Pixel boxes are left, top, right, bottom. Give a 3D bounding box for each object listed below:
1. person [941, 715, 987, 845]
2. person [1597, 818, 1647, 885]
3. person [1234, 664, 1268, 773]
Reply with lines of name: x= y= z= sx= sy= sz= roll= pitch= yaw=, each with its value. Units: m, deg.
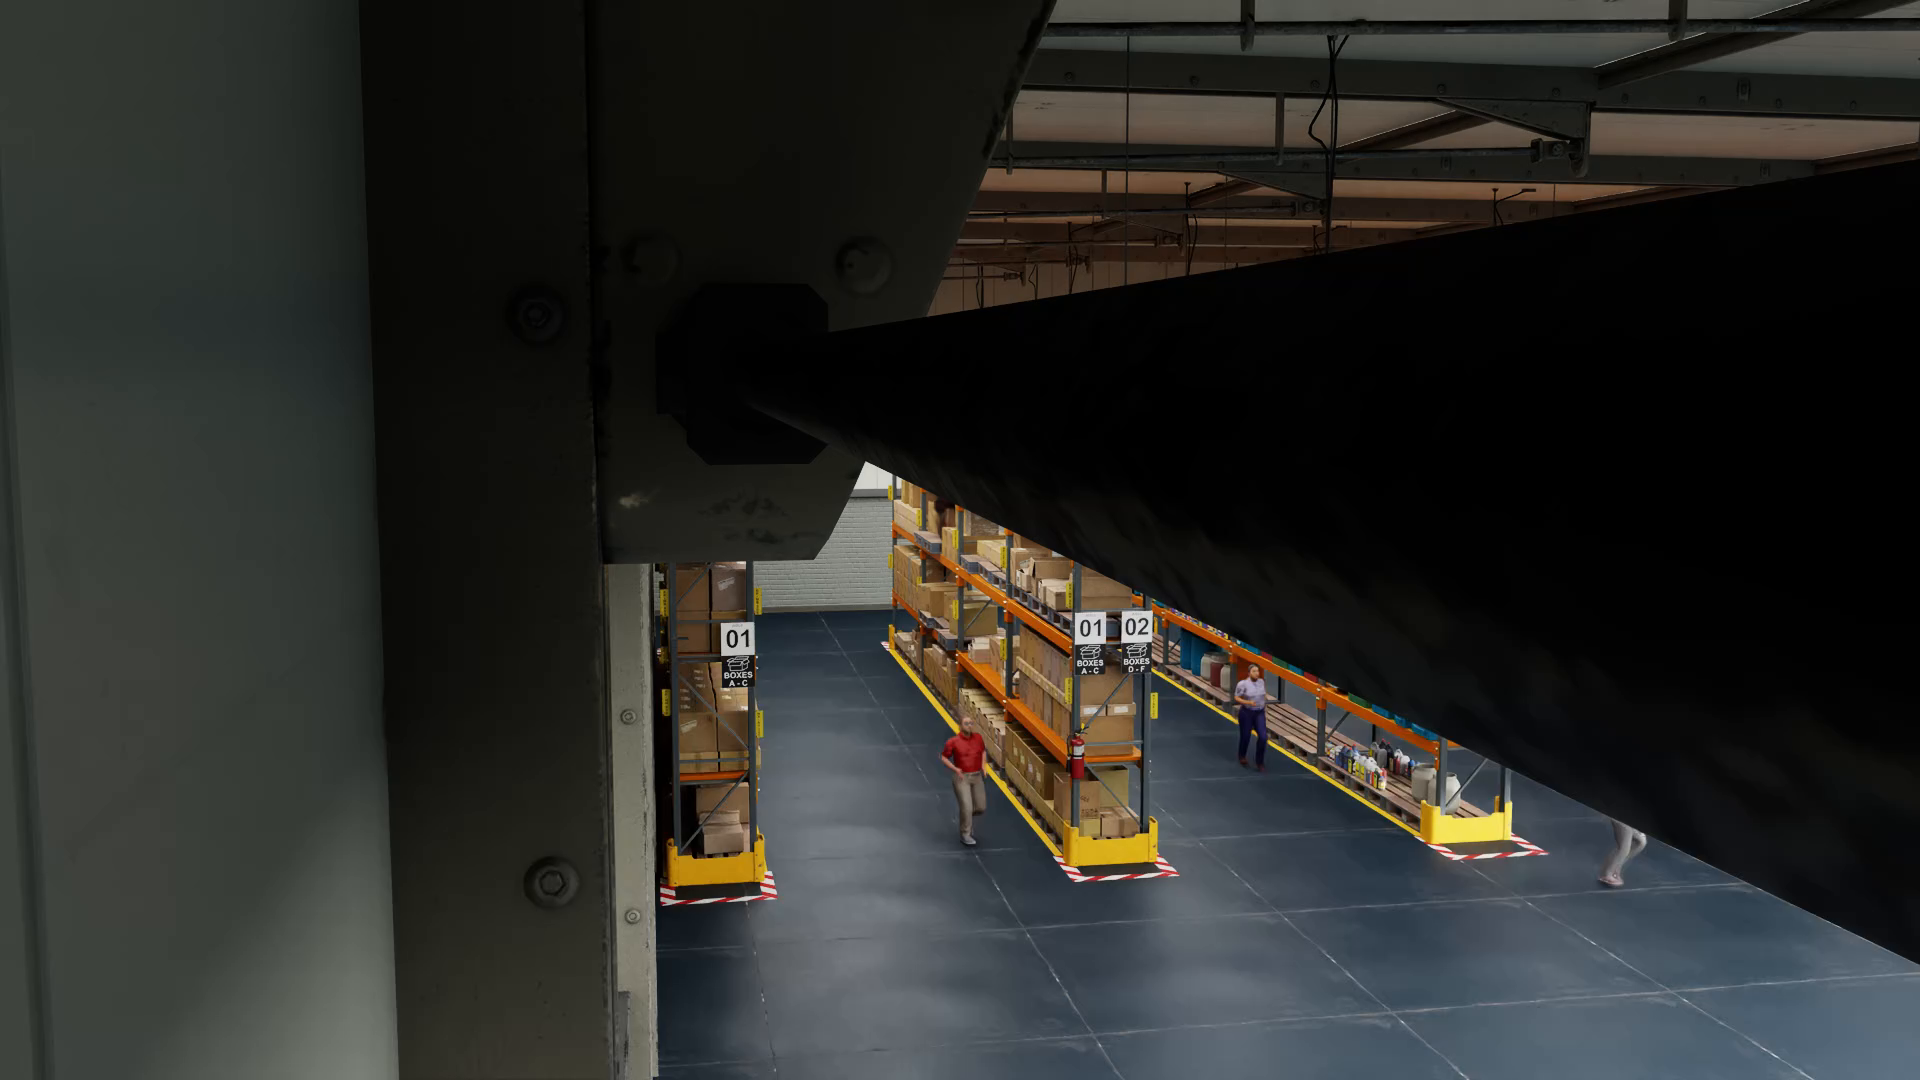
person: x=0.083 y=3.135 z=21.861 sx=0.661 sy=1.673 sz=0.628 roll=-3 pitch=7 yaw=-26
person: x=8.053 y=3.358 z=20.047 sx=0.631 sy=1.637 sz=0.601 roll=2 pitch=7 yaw=20
person: x=4.493 y=2.757 z=25.719 sx=0.566 sy=1.706 sz=0.744 roll=-1 pitch=6 yaw=-9
